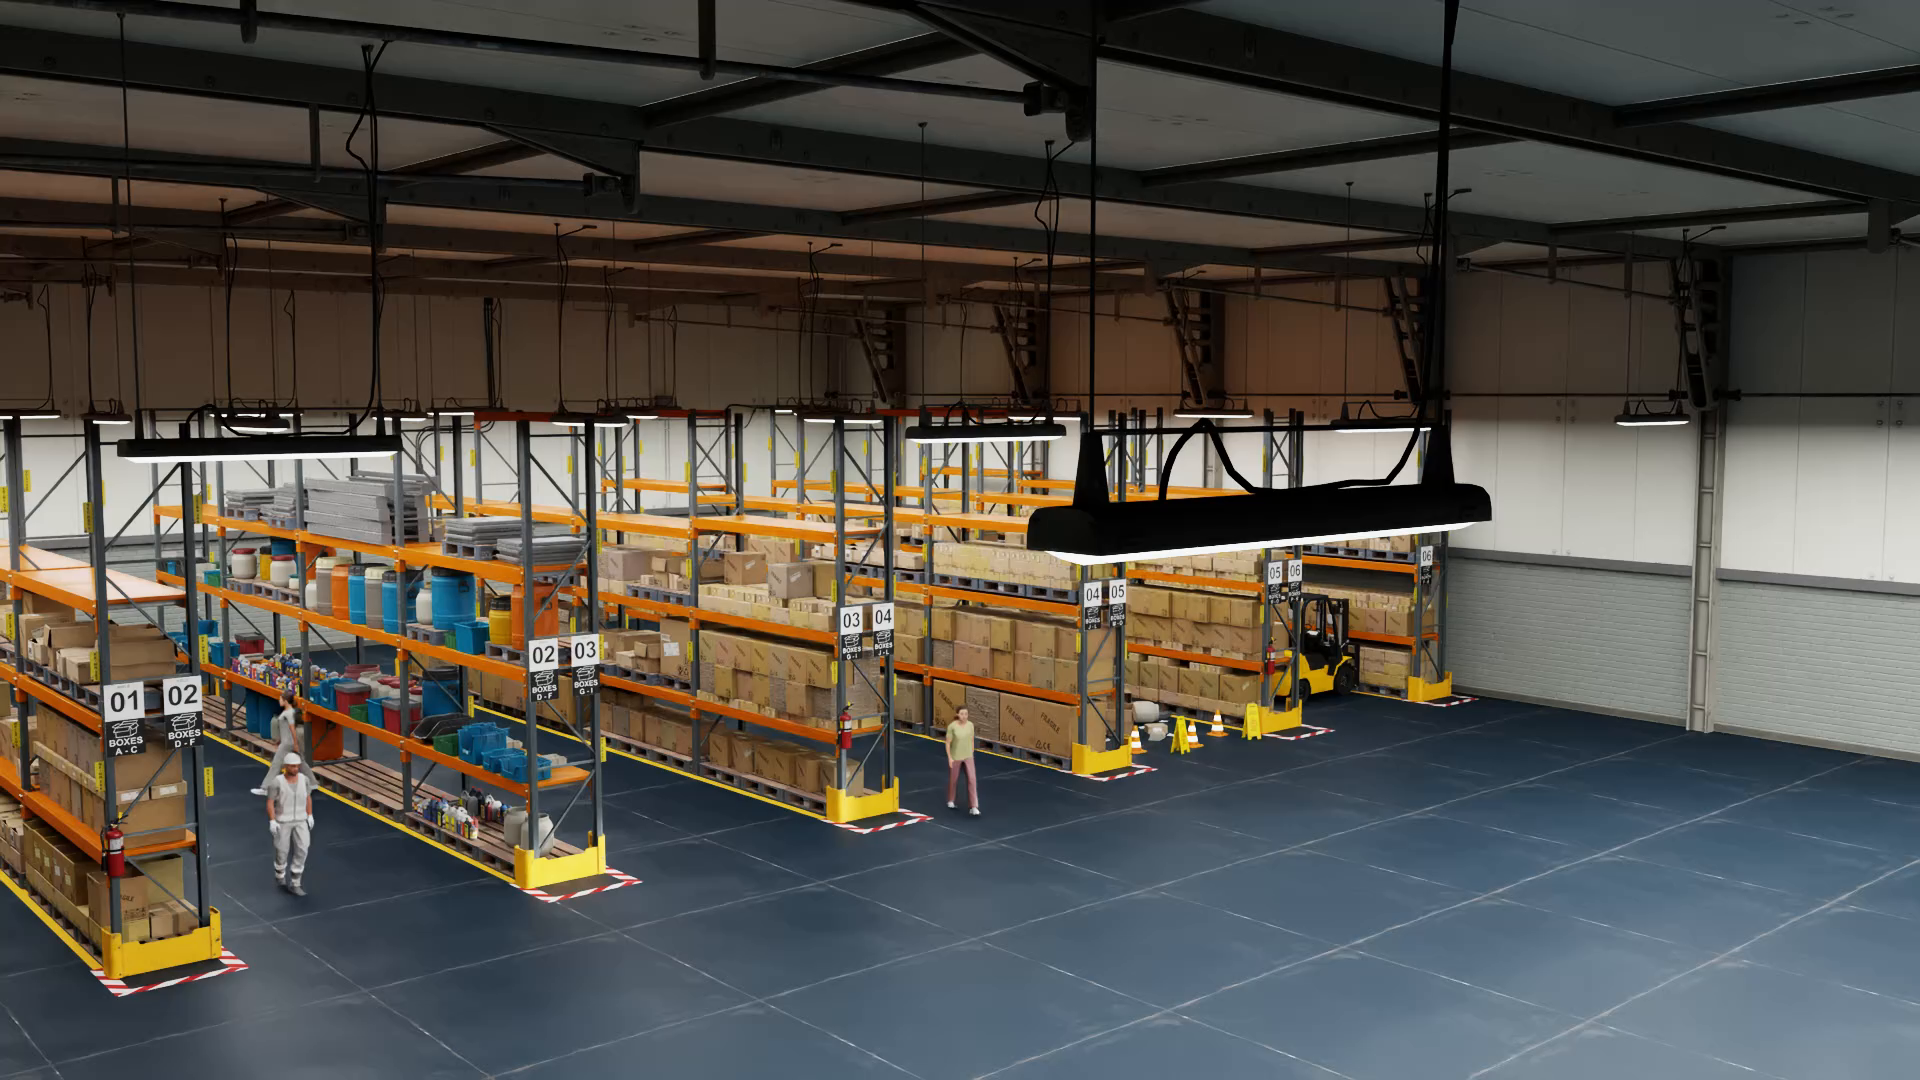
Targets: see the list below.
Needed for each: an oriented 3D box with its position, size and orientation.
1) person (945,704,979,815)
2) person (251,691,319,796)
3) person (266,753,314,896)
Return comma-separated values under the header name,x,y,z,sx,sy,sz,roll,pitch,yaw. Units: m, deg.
name,x,y,z,sx,sy,sz,roll,pitch,yaw
person,0.015,3.296,25.119,0.473,1.628,0.931,-1,5,-14
person,-10.678,3.203,26.281,0.974,1.621,0.513,-1,5,-15
person,-8.476,3.618,21.147,0.630,1.815,0.542,-5,7,-44
